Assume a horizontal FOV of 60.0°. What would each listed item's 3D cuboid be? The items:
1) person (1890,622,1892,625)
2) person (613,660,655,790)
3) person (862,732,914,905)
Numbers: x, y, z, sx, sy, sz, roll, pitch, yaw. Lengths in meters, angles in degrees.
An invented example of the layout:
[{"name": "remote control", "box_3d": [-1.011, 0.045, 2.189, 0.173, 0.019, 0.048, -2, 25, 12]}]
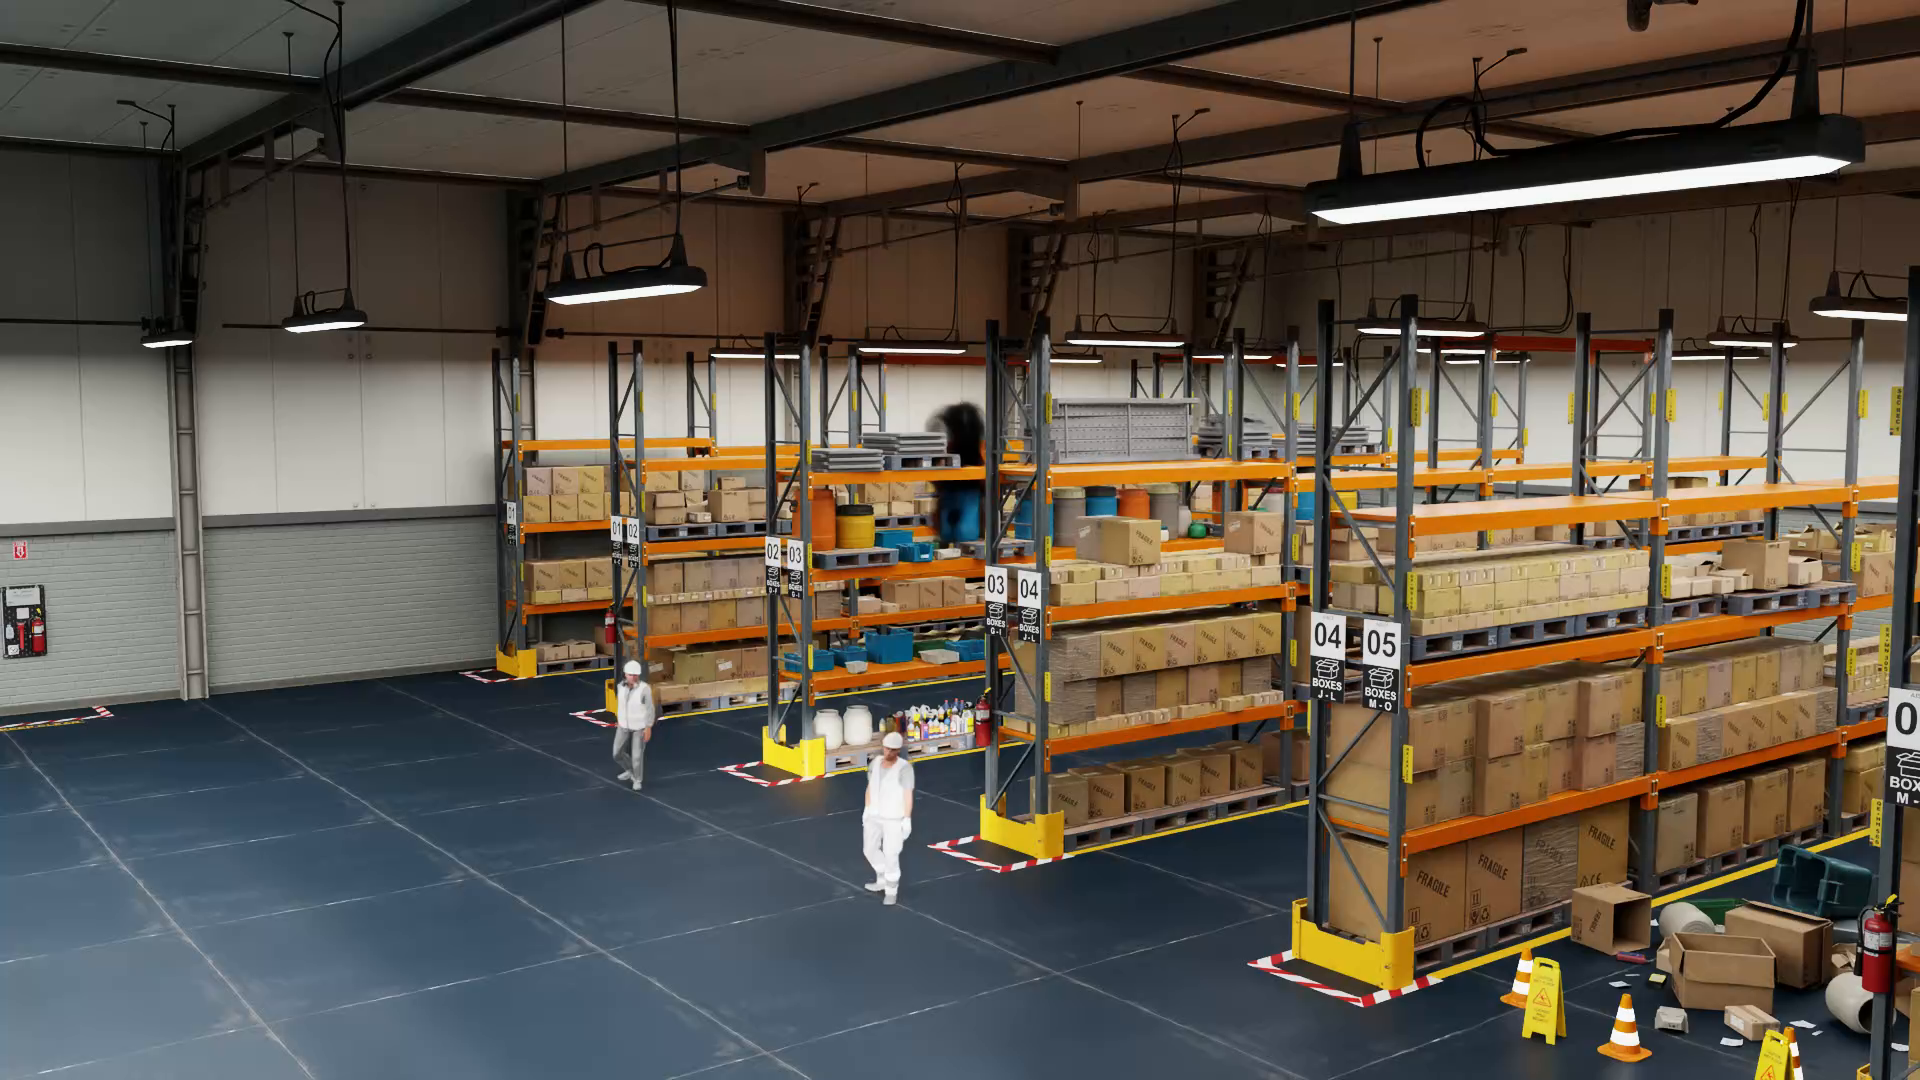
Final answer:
[{"name": "person", "box_3d": [16.235, 1.828, 28.644, 0.834, 1.649, 0.617, -2, 5, -23]}, {"name": "person", "box_3d": [-4.255, 2.407, 21.651, 0.692, 1.738, 0.595, 2, 5, 19]}, {"name": "person", "box_3d": [-0.733, 2.797, 16.907, 0.654, 1.766, 0.470, 3, 6, 29]}]
